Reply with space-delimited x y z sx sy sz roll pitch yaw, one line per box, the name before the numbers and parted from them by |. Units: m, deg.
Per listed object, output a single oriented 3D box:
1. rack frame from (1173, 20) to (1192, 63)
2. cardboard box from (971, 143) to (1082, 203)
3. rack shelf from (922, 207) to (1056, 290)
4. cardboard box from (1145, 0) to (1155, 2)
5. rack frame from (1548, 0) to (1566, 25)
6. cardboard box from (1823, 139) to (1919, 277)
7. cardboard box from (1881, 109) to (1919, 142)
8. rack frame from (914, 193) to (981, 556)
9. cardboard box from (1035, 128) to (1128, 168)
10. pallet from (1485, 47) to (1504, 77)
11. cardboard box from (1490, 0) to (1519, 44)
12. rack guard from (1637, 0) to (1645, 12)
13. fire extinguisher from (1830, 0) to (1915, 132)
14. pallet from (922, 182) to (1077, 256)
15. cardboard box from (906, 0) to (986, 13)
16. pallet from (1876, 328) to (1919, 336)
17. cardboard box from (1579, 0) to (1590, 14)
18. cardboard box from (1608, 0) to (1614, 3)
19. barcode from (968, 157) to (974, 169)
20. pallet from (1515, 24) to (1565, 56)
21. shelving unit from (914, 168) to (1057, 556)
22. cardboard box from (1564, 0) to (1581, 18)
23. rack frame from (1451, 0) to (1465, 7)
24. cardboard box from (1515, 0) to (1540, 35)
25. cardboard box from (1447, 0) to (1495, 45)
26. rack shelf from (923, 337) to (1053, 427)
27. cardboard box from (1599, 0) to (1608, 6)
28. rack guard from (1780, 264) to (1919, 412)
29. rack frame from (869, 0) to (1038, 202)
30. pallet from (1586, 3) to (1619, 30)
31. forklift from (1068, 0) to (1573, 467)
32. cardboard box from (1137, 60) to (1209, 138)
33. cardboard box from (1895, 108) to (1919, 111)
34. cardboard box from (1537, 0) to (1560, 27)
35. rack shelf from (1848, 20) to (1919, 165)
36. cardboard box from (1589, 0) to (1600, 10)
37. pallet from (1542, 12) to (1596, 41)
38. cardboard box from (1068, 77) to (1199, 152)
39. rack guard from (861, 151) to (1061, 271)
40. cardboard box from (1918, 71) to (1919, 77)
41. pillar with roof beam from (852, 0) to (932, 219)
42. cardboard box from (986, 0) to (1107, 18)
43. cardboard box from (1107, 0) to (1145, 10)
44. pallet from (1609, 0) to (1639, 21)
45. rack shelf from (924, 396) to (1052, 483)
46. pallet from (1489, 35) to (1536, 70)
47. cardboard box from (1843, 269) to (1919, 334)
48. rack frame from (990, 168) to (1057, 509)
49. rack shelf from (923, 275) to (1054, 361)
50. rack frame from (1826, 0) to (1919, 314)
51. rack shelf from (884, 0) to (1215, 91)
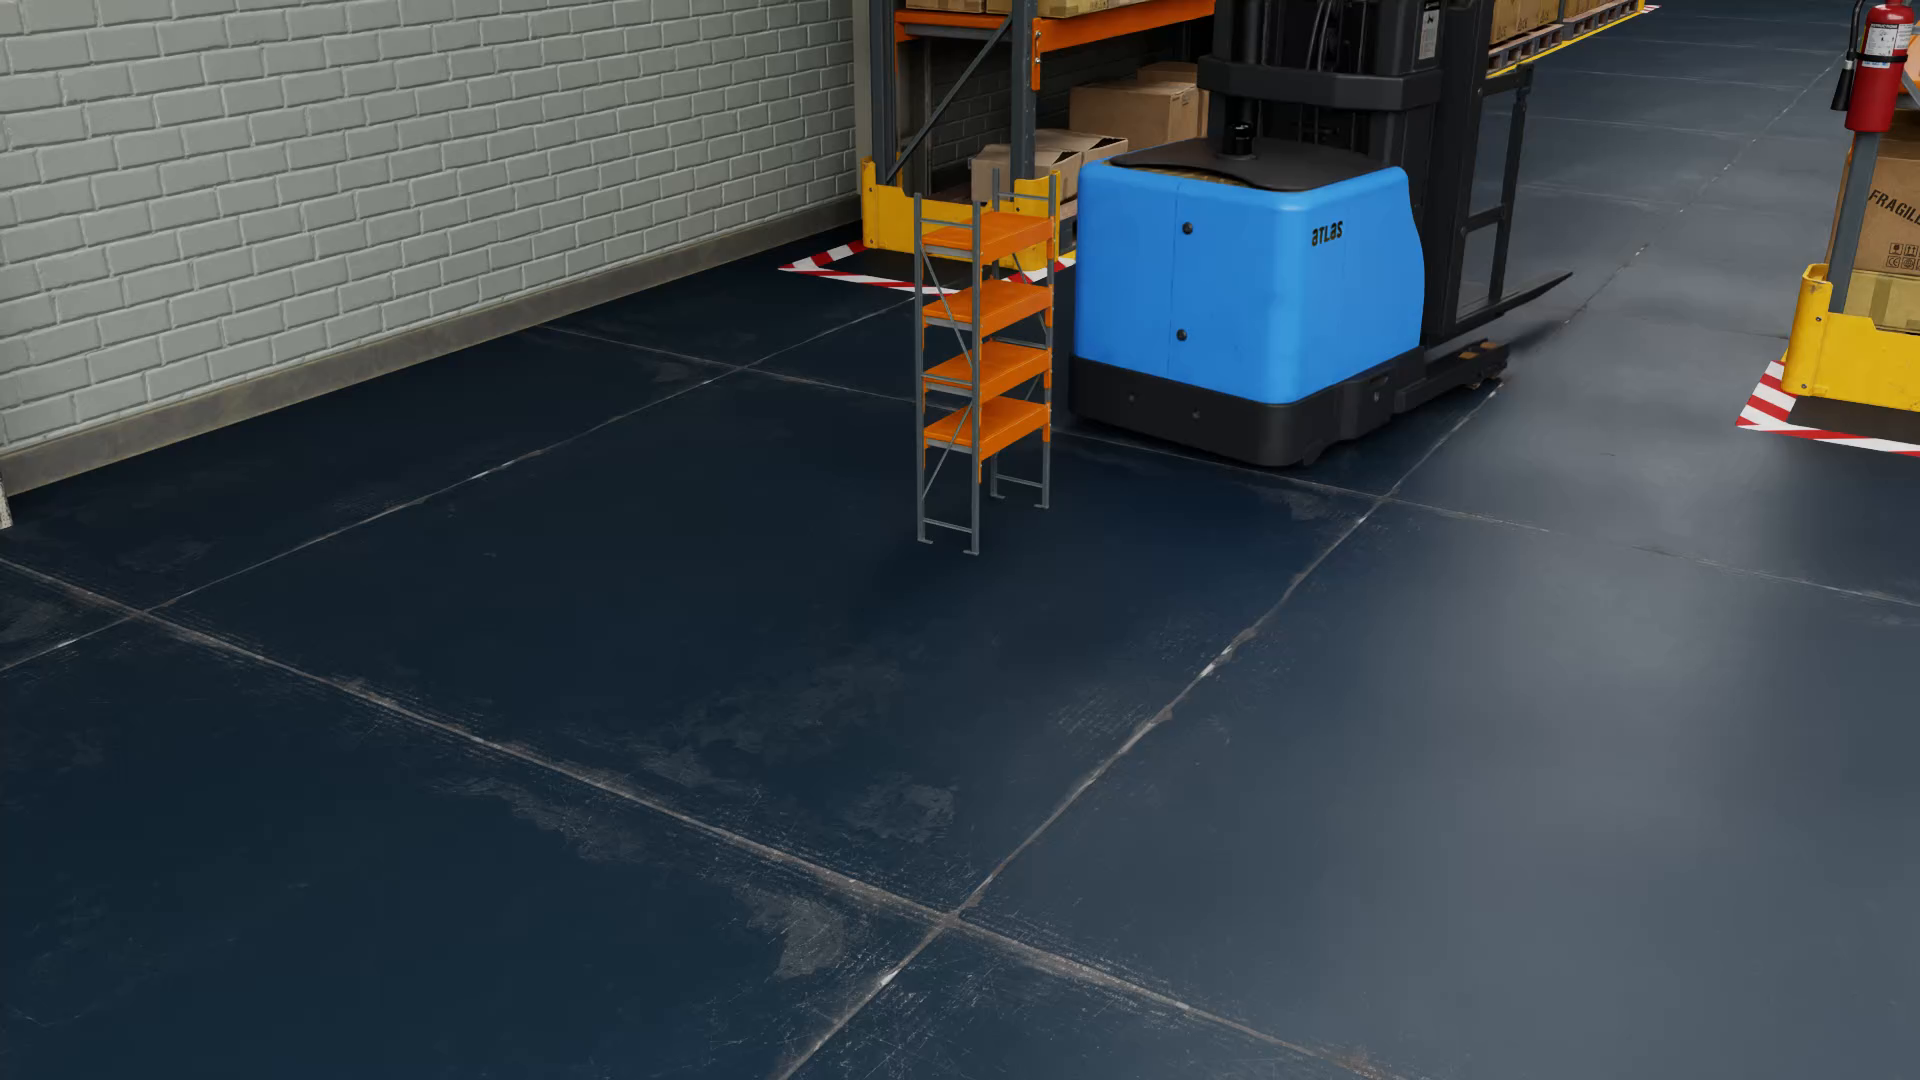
rack frame | 2.064 -4.354 12.032 1.000 3.000 0.127 14 27 29
cardboard box | 0.396 -2.187 9.856 0.500 0.311 0.500 11 26 23
rack shelf | 0.087 -0.967 5.485 0.258 0.148 0.480 14 27 29
cardboard box | 1.017 -3.392 9.972 0.500 0.250 0.500 13 27 28
rack frame | 6.284 -7.054 18.269 1.000 3.000 0.127 14 27 29
cardboard box | 4.195 -1.486 7.395 0.500 0.500 0.500 14 27 29
cardboard box | 4.710 -1.826 8.181 0.500 0.500 0.500 14 27 29
rack frame | -0.041 -0.524 5.450 0.240 1.200 0.015 14 27 29
cardboard box | 0.696 -2.379 10.301 0.500 0.311 0.500 16 28 33
pallet | 4.654 -4.675 16.283 1.003 0.211 1.213 14 27 29
cardboard box | 5.141 -5.425 16.684 0.750 0.750 0.750 14 27 29
rack guard | 8.407 -7.265 21.903 1.175 0.500 0.348 14 27 29
fire extinguisher | 3.708 -1.989 6.667 0.296 0.674 0.183 14 27 29
pallet | 0.453 -2.017 10.143 1.003 0.211 1.213 14 27 29
cardboard box | 0.036 -3.143 9.398 0.500 0.250 0.500 14 27 30
pallet | 4.533 -0.955 7.689 1.003 0.211 1.213 14 27 29
cardboard box | 7.034 -6.500 19.606 0.700 0.500 0.500 14 27 28
cardboard box | 7.846 -7.024 20.817 0.700 0.500 0.500 14 27 29
barcode | 0.065 -2.281 10.062 0.001 0.075 0.075 14 27 29
pallet | 5.941 -5.498 18.185 1.003 0.211 1.213 14 27 29
shelving unit | 0.087 -0.606 5.641 0.258 1.200 0.503 14 27 29
cardboard box | 6.766 -6.331 19.216 0.700 0.500 0.500 14 27 30
rack frame | 4.174 -5.704 15.151 1.000 3.000 0.127 14 27 29
cardboard box | 5.585 -5.713 17.349 0.750 0.750 0.750 15 27 31
cardboard box | 4.674 -5.131 16.004 0.750 0.750 0.750 13 27 28
rack shelf | 0.087 -0.545 5.667 0.258 0.148 0.480 14 27 29
cardboard box | 7.581 -6.854 20.424 0.700 0.500 0.500 13 27 27
rack guard | 4.152 -0.812 6.996 1.175 0.500 0.348 14 27 29
rack frame | -0.046 -3.004 8.914 1.000 3.000 0.127 14 27 29
pallet | 7.394 -6.428 20.333 1.003 0.211 1.213 14 27 29
forklift | 1.797 -2.122 6.962 1.130 2.935 3.031 20 30 38
cardboard box | 1.551 -3.050 11.613 0.500 0.500 0.500 12 26 25
cardboard box | 4.975 -1.995 8.570 0.500 0.500 0.500 14 27 29
cardboard box | 6.052 -6.014 18.043 0.750 0.750 0.750 14 27 30
rack shelf | 5.220 -2.312 8.221 1.077 0.370 4.000 14 27 29
cardboard box | 7.306 -6.672 20.005 0.700 0.500 0.500 15 27 30
pallet | 6.752 -6.015 19.378 1.003 0.211 1.213 14 27 29
cardboard box | 1.126 -2.703 10.811 0.700 0.500 0.500 12 26 26
rack guard | -0.006 -1.883 9.469 1.175 0.500 0.348 14 27 29
cardboard box | 4.422 -2.168 6.856 0.700 0.500 0.500 14 27 29
pillar with roof beam | 3.246 -5.273 6.602 9.100 9.000 0.400 14 27 29
cardboard box | 0.481 -3.043 9.166 0.500 0.250 0.500 13 27 27
cardboard box | 0.743 -3.221 9.578 0.500 0.250 0.500 13 27 27
pallet | 8.039 -6.838 21.281 1.003 0.211 1.213 14 27 29
rack shelf | 0.087 -0.363 5.746 0.258 0.148 0.480 14 27 29
pallet | 5.298 -5.085 17.230 1.003 0.211 1.213 14 27 29
cardboard box | 4.197 -1.141 7.543 0.500 0.250 0.500 14 27 29
rack frame | 0.216 -0.689 5.831 0.240 1.200 0.015 14 27 29
rack shelf | 0.087 -0.750 5.579 0.258 0.148 0.480 14 27 29
rack frame | 4.165 -1.967 6.519 1.000 3.000 0.127 14 27 29
rack shelf | 1.009 -3.349 10.616 1.077 0.370 4.000 14 27 29
